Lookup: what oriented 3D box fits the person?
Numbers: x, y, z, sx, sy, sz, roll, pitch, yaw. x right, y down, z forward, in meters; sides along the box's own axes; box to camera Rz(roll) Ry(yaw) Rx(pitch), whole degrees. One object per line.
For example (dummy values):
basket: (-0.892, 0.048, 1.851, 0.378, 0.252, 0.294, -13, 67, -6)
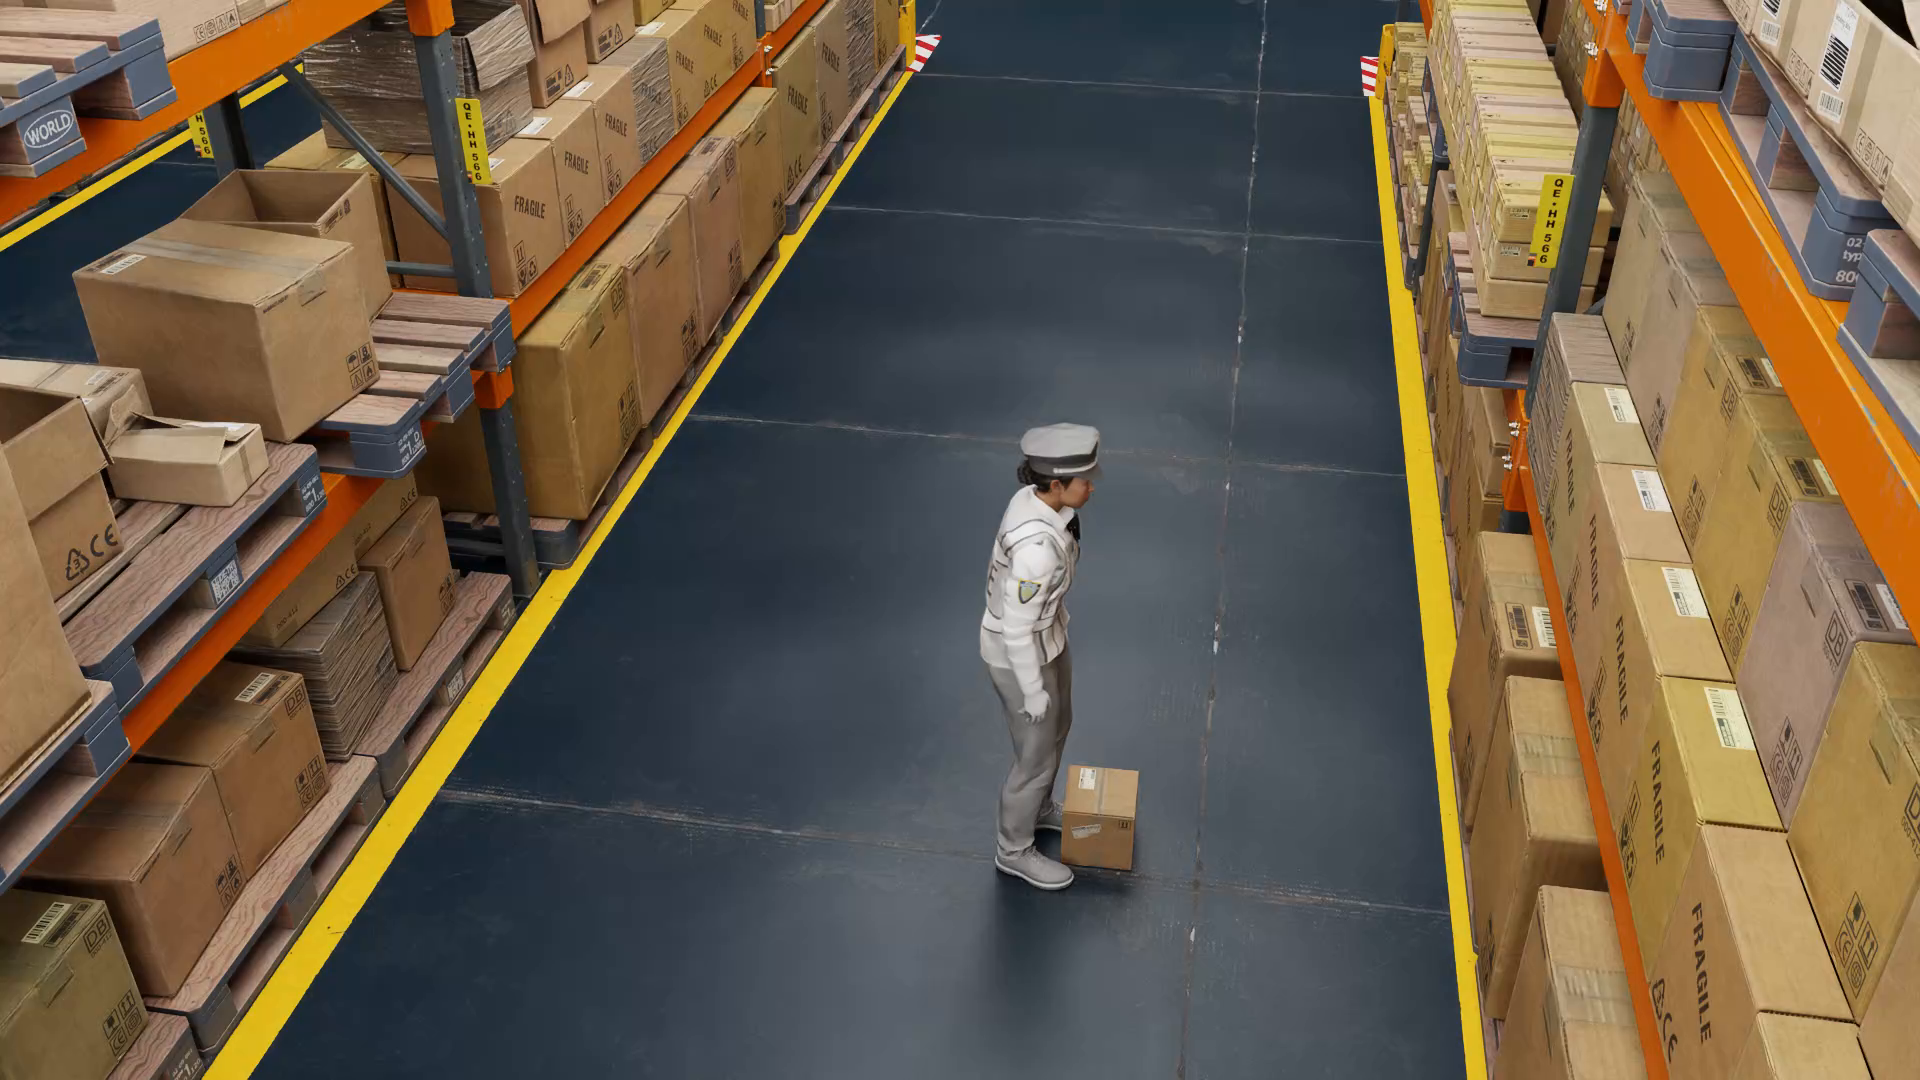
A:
person: (0.273, 0.377, 5.546, 0.407, 1.662, 0.528, 5, 33, 8)
